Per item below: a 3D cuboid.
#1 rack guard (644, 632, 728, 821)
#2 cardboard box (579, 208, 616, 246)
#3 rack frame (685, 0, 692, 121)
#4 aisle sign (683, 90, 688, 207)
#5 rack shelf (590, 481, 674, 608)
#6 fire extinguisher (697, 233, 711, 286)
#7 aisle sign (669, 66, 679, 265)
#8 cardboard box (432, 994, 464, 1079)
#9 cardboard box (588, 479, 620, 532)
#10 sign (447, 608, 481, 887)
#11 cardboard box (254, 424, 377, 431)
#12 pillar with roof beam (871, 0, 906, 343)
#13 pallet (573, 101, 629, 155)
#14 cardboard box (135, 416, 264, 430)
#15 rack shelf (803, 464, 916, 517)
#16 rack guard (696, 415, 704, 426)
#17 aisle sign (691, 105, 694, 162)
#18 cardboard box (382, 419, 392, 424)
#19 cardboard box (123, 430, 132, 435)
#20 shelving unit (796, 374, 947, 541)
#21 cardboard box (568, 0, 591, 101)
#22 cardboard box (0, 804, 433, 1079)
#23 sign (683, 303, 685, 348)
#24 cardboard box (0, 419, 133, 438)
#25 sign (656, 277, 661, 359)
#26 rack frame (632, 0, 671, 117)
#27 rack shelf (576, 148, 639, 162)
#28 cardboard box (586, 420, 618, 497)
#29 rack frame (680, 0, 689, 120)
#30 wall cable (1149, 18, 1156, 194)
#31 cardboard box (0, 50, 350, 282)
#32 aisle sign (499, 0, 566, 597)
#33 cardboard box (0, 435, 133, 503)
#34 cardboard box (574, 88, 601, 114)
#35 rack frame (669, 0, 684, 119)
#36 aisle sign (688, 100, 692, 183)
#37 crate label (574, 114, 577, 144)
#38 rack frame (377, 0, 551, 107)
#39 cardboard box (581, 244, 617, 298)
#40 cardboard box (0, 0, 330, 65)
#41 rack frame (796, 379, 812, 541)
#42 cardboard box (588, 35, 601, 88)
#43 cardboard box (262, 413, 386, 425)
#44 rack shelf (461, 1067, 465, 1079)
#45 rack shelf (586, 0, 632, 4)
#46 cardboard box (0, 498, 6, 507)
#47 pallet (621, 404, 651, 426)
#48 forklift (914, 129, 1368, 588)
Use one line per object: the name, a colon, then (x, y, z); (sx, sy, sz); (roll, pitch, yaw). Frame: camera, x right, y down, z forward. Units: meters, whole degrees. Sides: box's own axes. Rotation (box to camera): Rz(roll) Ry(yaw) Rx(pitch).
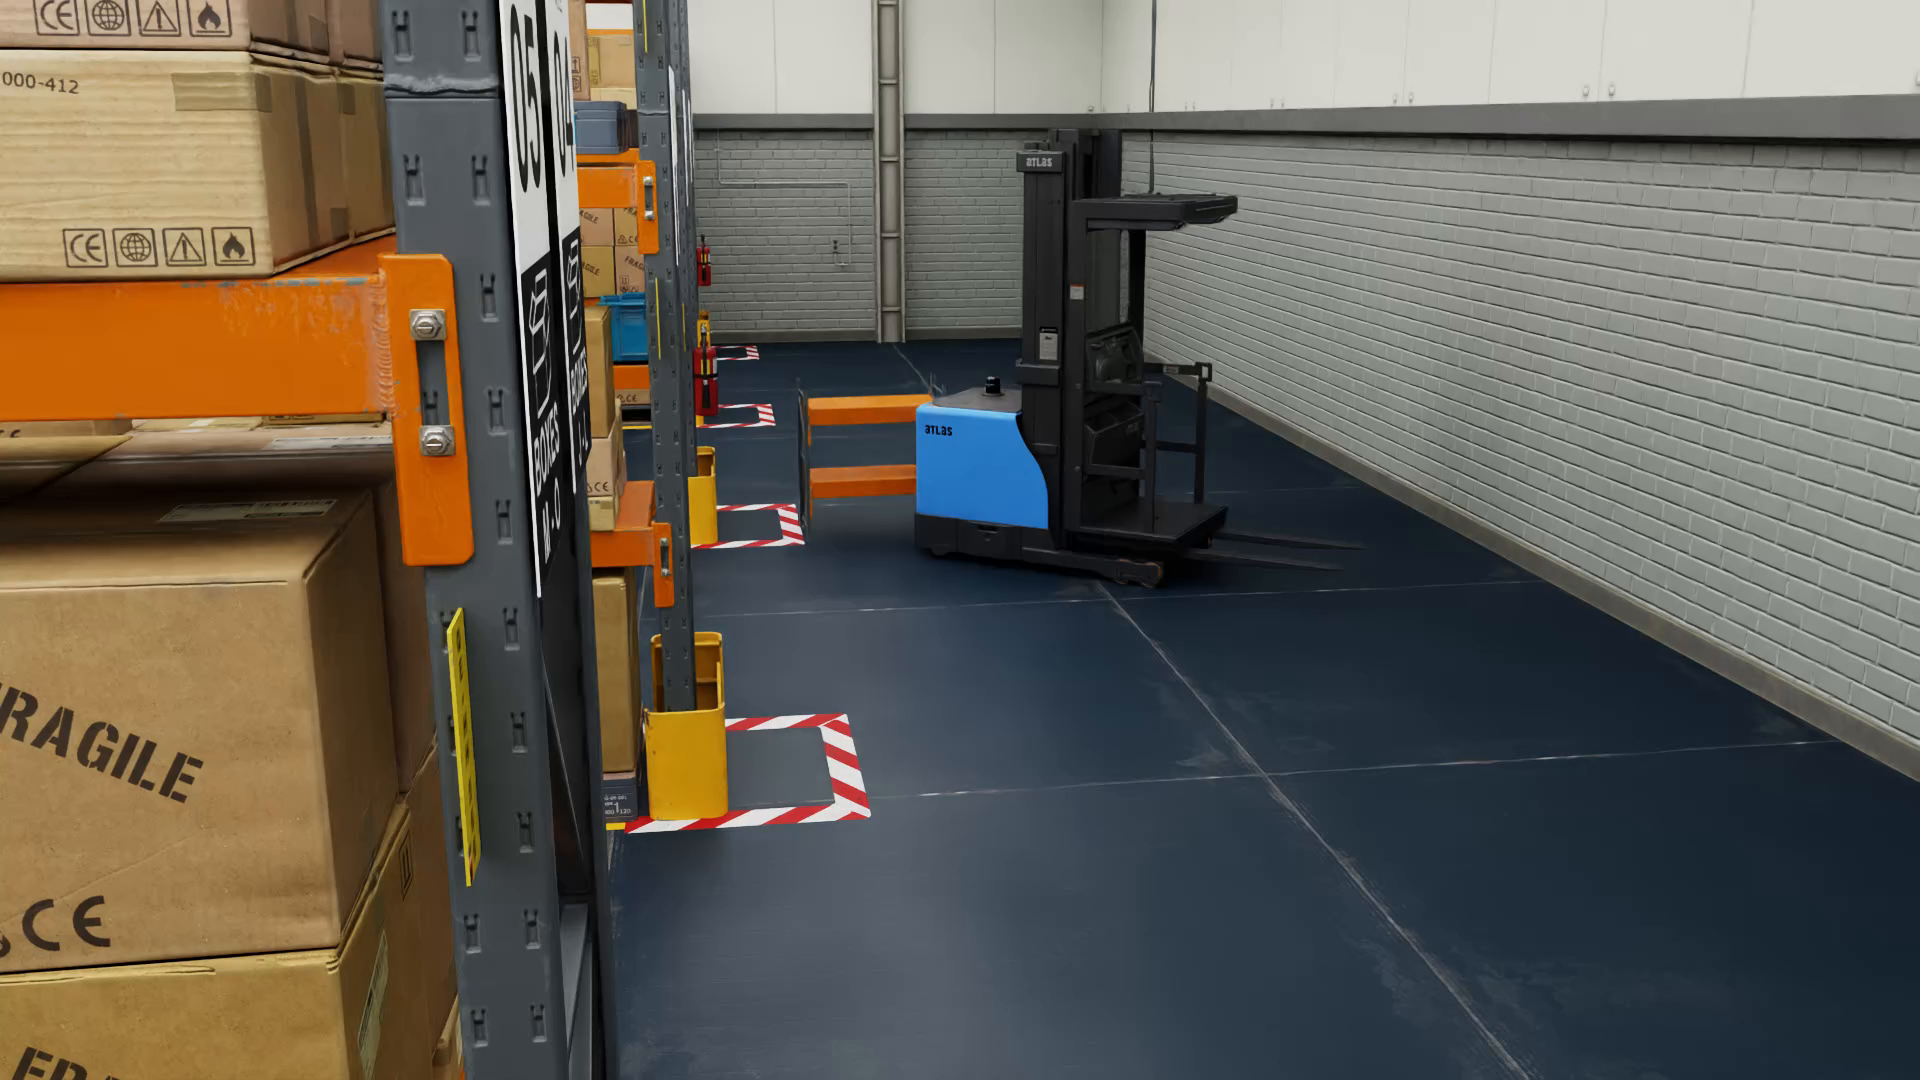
rack guard: (-1.280, 0.847, 7.815); (0.348, 0.500, 1.175); (-2, 14, -8)
cardboard box: (-3.674, -3.180, 16.474); (0.500, 0.500, 0.500); (-2, 14, -7)
rack frame: (-3.518, -6.849, 21.031); (0.127, 3.000, 1.000); (-2, 14, -8)
aisle sign: (-1.927, -2.749, 11.672); (0.004, 0.787, 0.394); (-2, 14, -8)
rack shelf: (-3.281, 0.057, 7.306); (4.000, 0.370, 1.077); (-2, 14, -8)
fire extinguisher: (-3.300, -3.615, 21.395); (0.183, 0.674, 0.296); (-2, 14, -8)
aisle sign: (-1.188, -1.556, 6.914); (0.004, 0.787, 0.394); (-2, 14, -8)
cardboard box: (-1.034, 0.887, 3.034); (0.250, 0.149, 0.380); (-2, 14, -9)
cardboard box: (-1.607, -0.150, 7.171); (0.250, 0.149, 0.380); (-2, 14, -7)
sign: (-0.602, 0.252, 2.021); (0.005, 0.325, 0.100); (-2, 14, -8)
cardboard box: (-2.748, -0.318, 7.019); (0.500, 0.250, 0.500); (-3, 14, -10)
pillar with roof beam: (-0.335, -6.119, 18.122); (0.400, 9.000, 9.100); (-2, 14, -8)
pallet: (-2.036, -1.747, 7.036); (1.213, 0.211, 1.003); (-2, 14, -8)
cardboard box: (-3.344, -0.425, 7.448); (0.500, 0.250, 0.500); (-2, 14, -9)
rack shelf: (-0.655, -0.386, 12.446); (1.000, 0.278, 0.538); (-3, 14, -11)
rack guard: (-2.851, -1.532, 17.303); (0.348, 0.500, 1.175); (-2, 14, -8)
aisle sign: (-3.402, -5.130, 21.167); (0.004, 0.787, 0.394); (-2, 14, -8)
cardboard box: (-2.332, -0.463, 7.598); (0.500, 0.250, 0.500); (-2, 14, -9)
cardboard box: (-3.752, -0.282, 6.876); (0.500, 0.250, 0.500); (-2, 14, -7)
shelving unit: (-0.655, -0.623, 12.386); (1.048, 1.125, 0.538); (-3, 14, -11)
cardboard box: (-1.810, -2.088, 6.941); (0.500, 0.500, 0.700); (-3, 14, -12)
cardboard box: (-1.071, 0.718, 2.376); (0.500, 0.500, 0.500); (-2, 14, -7)
sign: (-1.944, -1.503, 11.713); (0.005, 0.325, 0.100); (-2, 14, -8)
cardboard box: (-3.745, -0.646, 6.788); (0.500, 0.500, 0.500); (-3, 14, -10)
sign: (-1.237, -0.910, 6.816); (0.005, 0.325, 0.100); (-2, 14, -8)
rack frame: (-1.304, -3.274, 6.778); (0.127, 3.000, 1.000); (-2, 14, -8)
rack shelf: (-4.019, -2.589, 11.692); (4.000, 0.370, 1.077); (-2, 14, -8)
cardboard box: (-1.743, -0.354, 7.165); (0.500, 0.250, 0.500); (-2, 14, -9)
rack frame: (-2.776, -5.657, 16.280); (0.127, 3.000, 1.000); (-2, 14, -8)
wall cable: (2.129, -5.461, 21.883); (0.112, 2.526, 3.097); (-2, 14, -8)
cardboard box: (-1.075, -0.470, 2.070); (0.500, 0.250, 0.500); (-2, 14, -10)
aisle sign: (-0.548, -0.359, 2.142); (0.004, 0.787, 0.394); (-2, 14, -8)
cardboard box: (-1.646, 0.127, 2.677); (0.500, 0.500, 0.500); (-2, 14, -7)
cardboard box: (-3.740, -4.274, 16.211); (0.500, 0.250, 0.500); (-2, 14, -8)
rack frame: (-2.042, -4.466, 11.529); (0.127, 3.000, 1.000); (-2, 14, -8)
aisle sign: (-2.663, -3.937, 16.410); (0.004, 0.787, 0.394); (-2, 14, -8)
crate label: (-3.002, -2.983, 12.088); (0.502, 0.251, 0.408); (-2, 14, -8)
rack frame: (-0.665, -2.077, 2.006); (0.127, 3.000, 1.000); (-2, 14, -8)
cardboard box: (-3.691, -2.694, 16.594); (0.500, 0.500, 0.500); (-2, 14, -8)
cardboard box: (-1.082, -0.714, 2.018); (0.500, 0.250, 0.500); (-3, 14, -10)
rack frame: (-1.154, -0.597, 12.289); (0.032, 1.125, 0.500); (-3, 14, -11)
cardboard box: (-3.788, -4.715, 16.430); (0.500, 0.500, 0.700); (-2, 14, -8)
cardboard box: (-2.824, -0.809, 7.435); (0.500, 0.500, 0.500); (-2, 14, -10)
rack shelf: (-2.642, 1.254, 2.534); (4.000, 0.370, 1.077); (-2, 14, -8)
rack shelf: (-4.754, -5.234, 16.079); (4.000, 0.370, 1.077); (-2, 14, -8)
cardboard box: (-1.581, 0.250, 2.188); (0.500, 0.500, 0.500); (-3, 14, -10)
pallet: (-3.639, -1.363, 17.222); (1.213, 0.211, 1.003); (-2, 14, -8)
forklift: (1.228, -1.255, 11.202); (3.031, 2.935, 1.130); (7, 16, 26)
